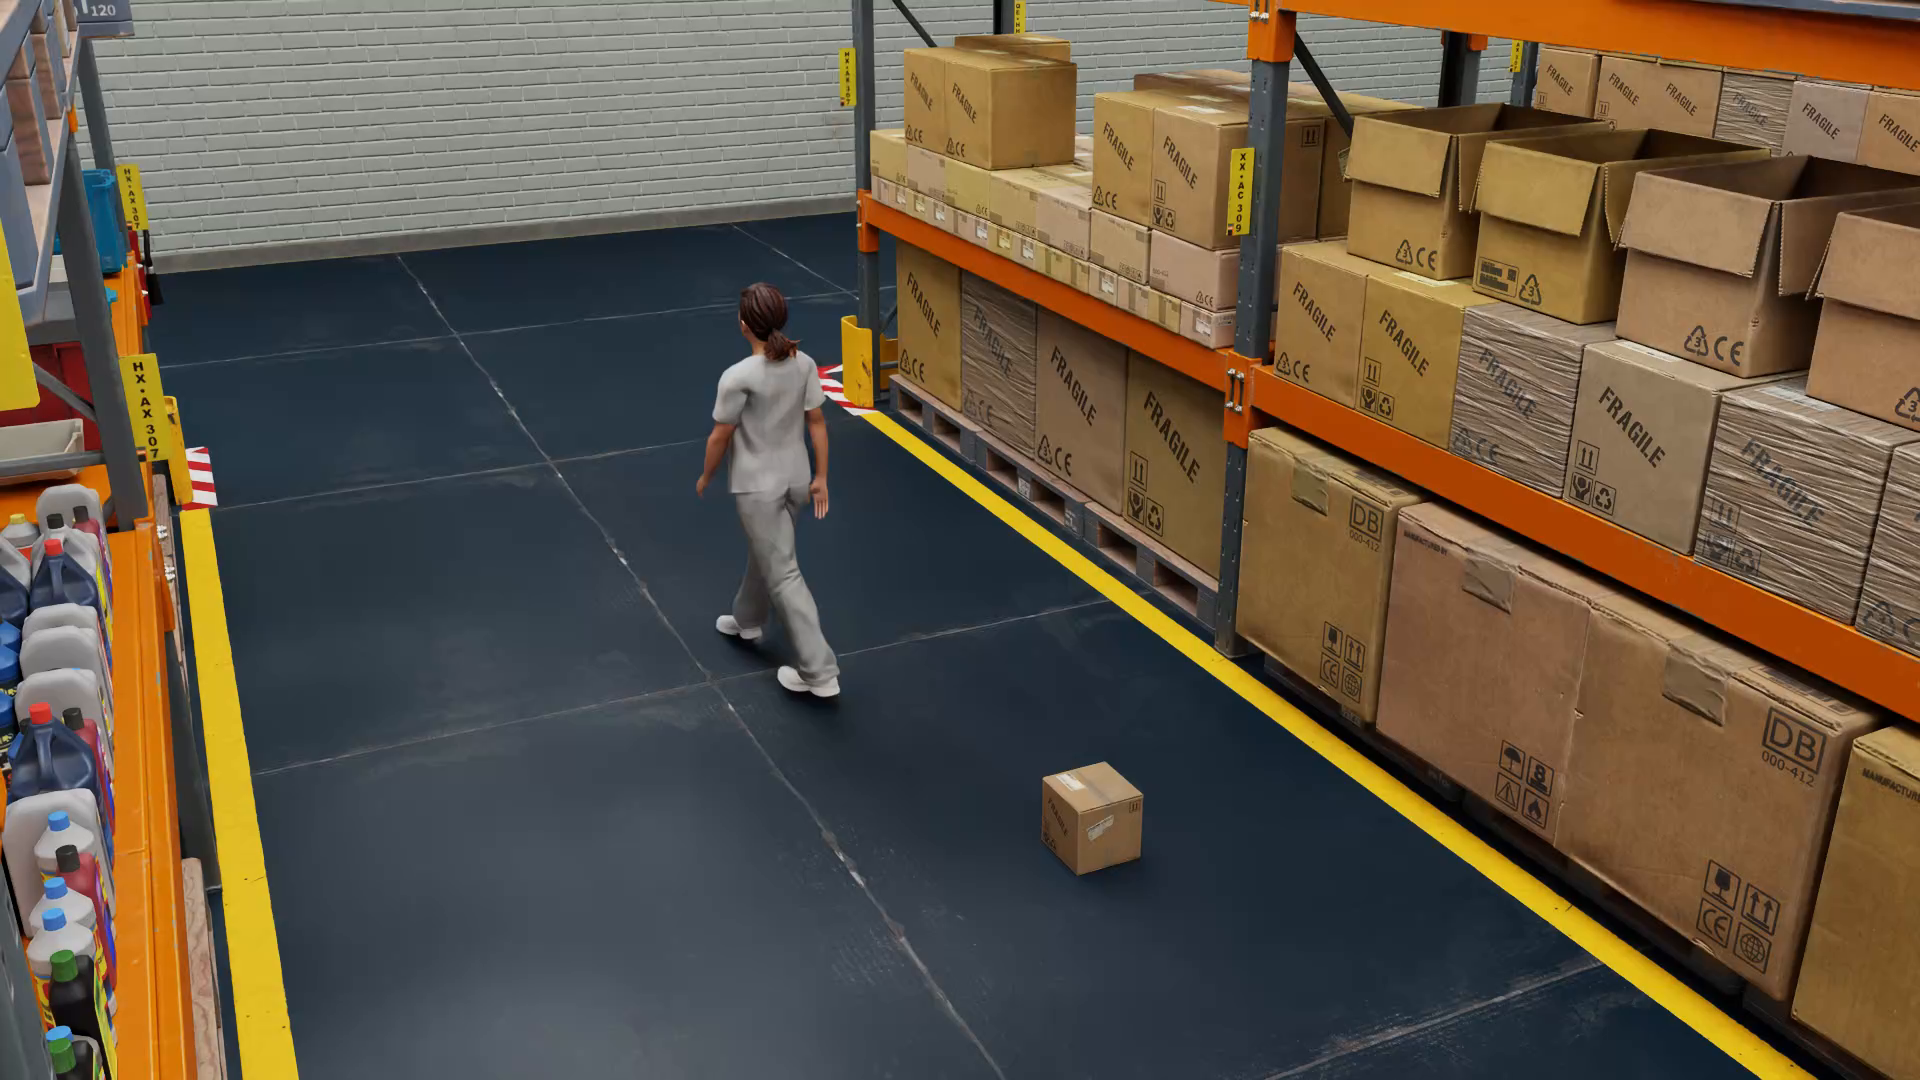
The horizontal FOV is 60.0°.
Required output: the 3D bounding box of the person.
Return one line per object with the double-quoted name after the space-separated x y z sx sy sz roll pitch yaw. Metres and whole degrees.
-0.812 -0.232 6.631 0.456 1.638 0.932 -21 30 -41 "person"
